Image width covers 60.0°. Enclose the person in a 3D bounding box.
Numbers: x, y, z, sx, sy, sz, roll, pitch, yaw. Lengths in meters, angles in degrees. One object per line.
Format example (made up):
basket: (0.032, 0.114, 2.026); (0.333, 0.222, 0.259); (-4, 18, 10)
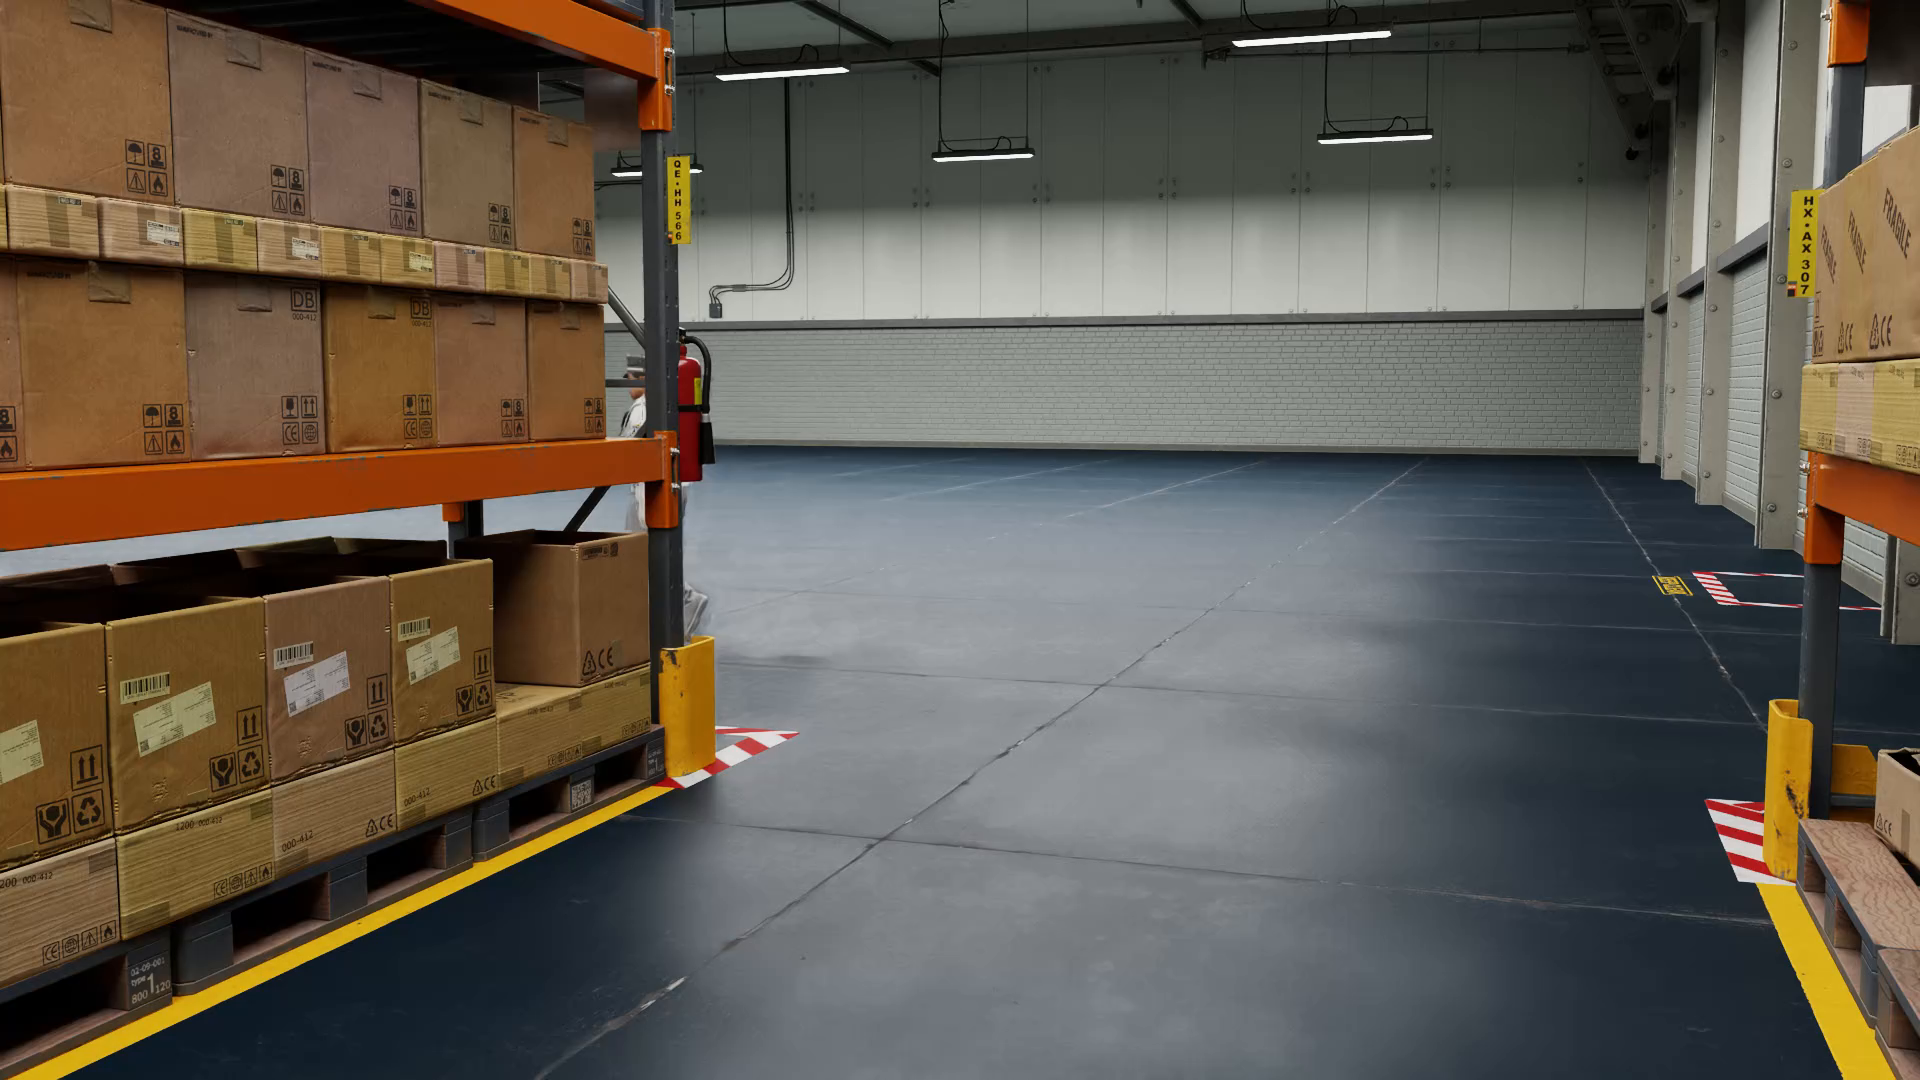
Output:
person: (-1.682, -0.231, 9.497); (0.541, 1.649, 0.495); (2, 6, 17)
